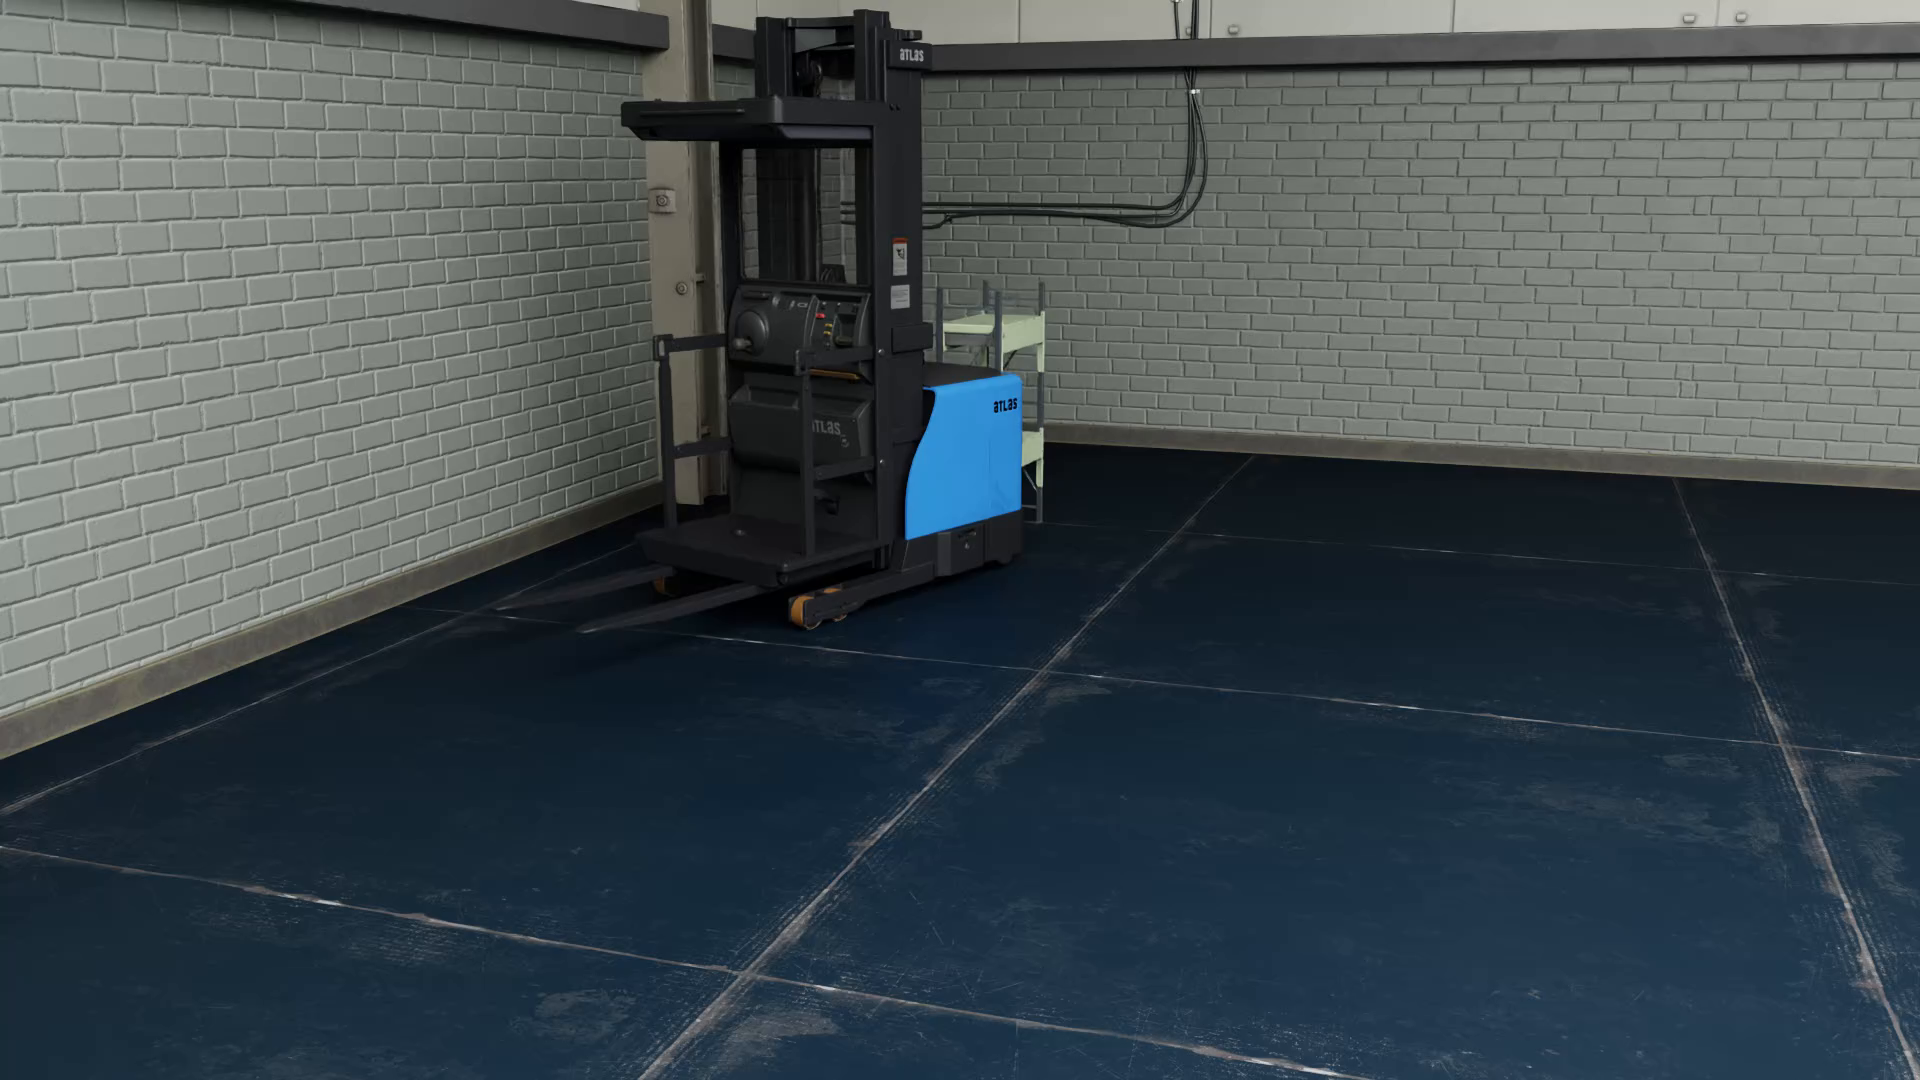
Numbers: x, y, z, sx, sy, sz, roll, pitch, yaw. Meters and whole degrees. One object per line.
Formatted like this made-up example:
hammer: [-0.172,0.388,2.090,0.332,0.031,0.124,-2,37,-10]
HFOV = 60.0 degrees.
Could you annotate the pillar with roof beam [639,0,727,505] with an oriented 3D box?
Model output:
pillar with roof beam: [2.272,-4.363,8.881,9.100,9.000,0.400,4,14,18]

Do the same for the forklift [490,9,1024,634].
forklift: [-0.953,-1.118,8.300,1.130,2.935,3.031,10,16,38]

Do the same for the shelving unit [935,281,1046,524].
shelving unit: [0.190,-0.775,10.015,0.431,1.500,0.755,5,14,22]

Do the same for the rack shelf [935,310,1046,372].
rack shelf: [0.190,-1.156,9.928,0.431,0.370,0.720,5,14,22]

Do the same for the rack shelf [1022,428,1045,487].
rack shelf: [0.190,-0.458,10.088,0.431,0.370,0.720,5,14,22]

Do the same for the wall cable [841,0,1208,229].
wall cable: [0.403,-3.684,12.885,3.097,2.526,0.112,4,14,18]

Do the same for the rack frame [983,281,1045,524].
rack frame: [0.330,-0.851,10.345,0.400,1.500,0.023,5,14,22]

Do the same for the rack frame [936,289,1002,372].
rack frame: [0.051,-0.700,9.685,0.400,1.500,0.023,5,14,22]
